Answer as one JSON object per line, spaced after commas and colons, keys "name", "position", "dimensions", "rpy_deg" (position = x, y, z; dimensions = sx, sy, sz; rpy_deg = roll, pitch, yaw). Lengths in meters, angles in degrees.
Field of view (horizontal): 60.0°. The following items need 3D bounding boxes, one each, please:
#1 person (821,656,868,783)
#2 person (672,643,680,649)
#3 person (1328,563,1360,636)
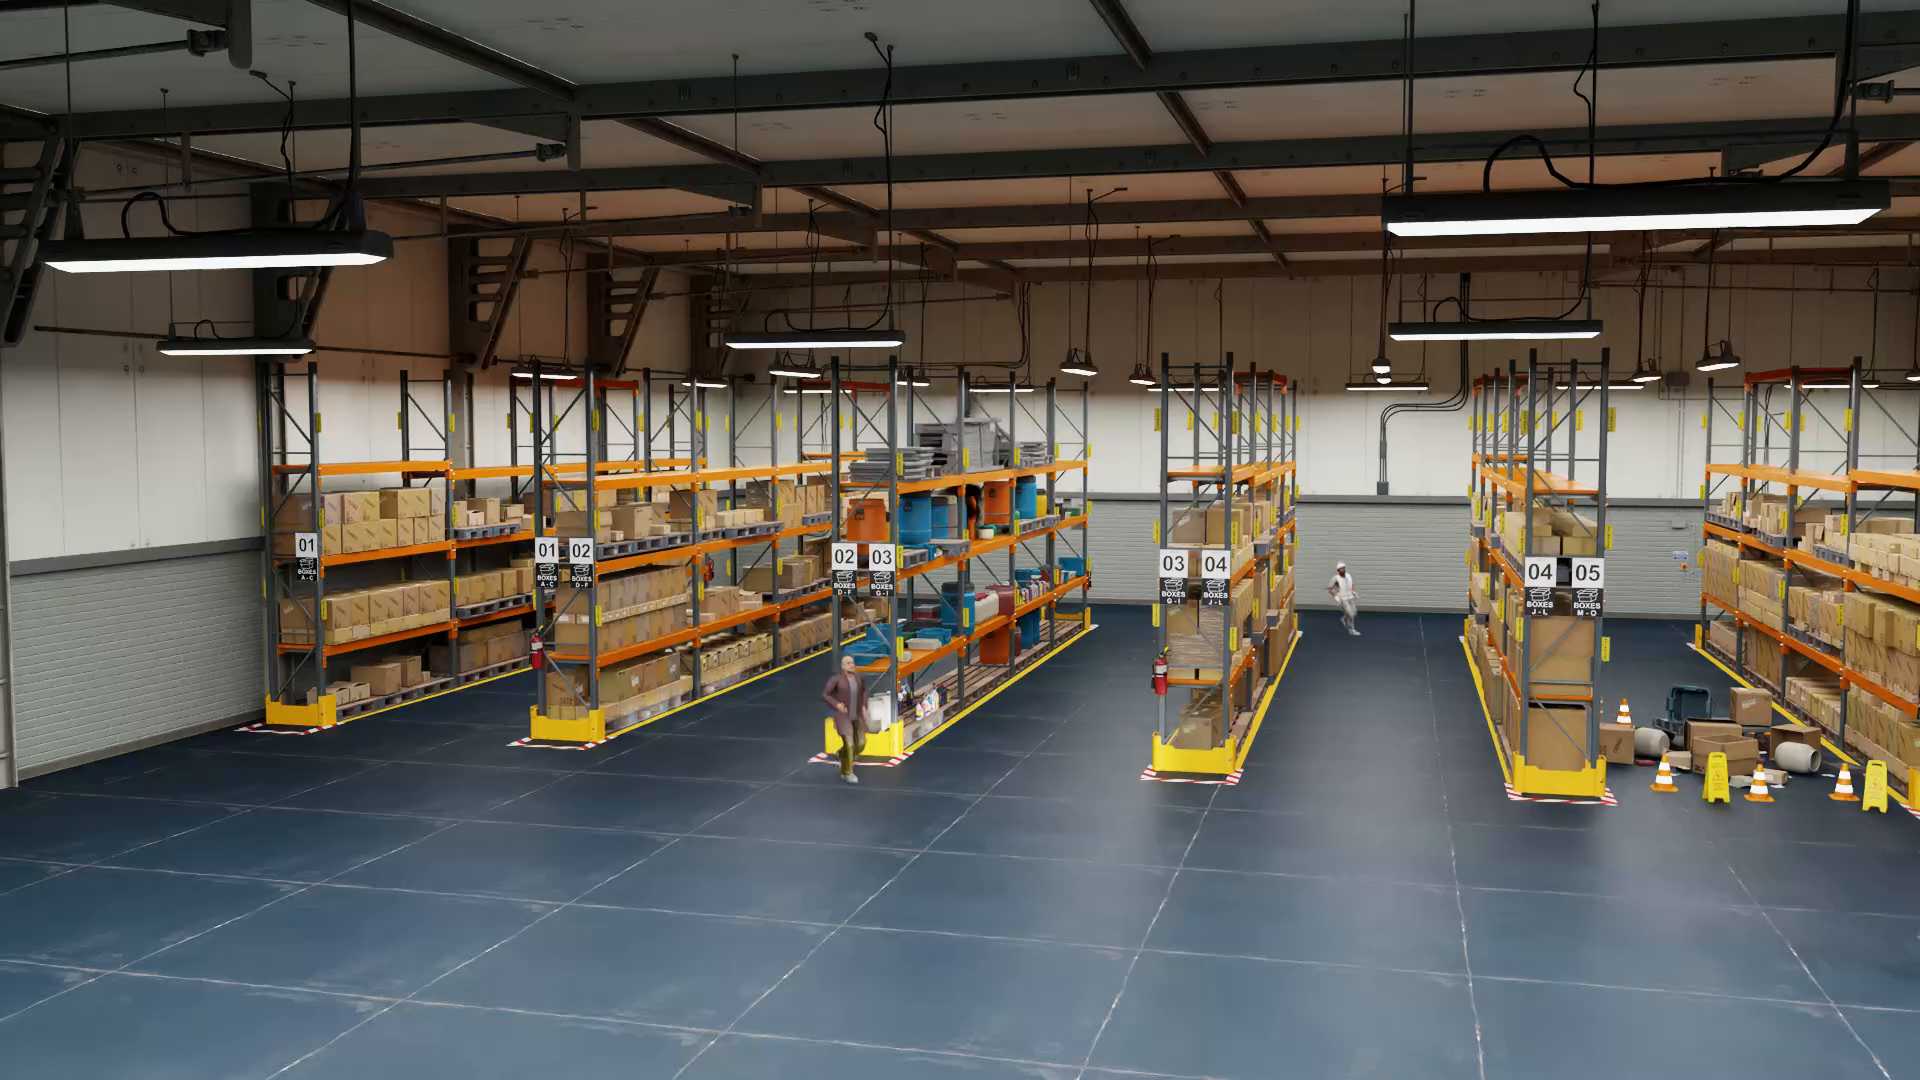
{"name": "person", "position": [-1.576, 2.504, 23.342], "dimensions": [0.752, 1.754, 0.671], "rpy_deg": [-3, 5, -32]}
{"name": "person", "position": [-5.824, 1.714, 34.154], "dimensions": [0.665, 1.806, 0.953], "rpy_deg": [1, 4, 15]}
{"name": "person", "position": [9.037, 1.391, 39.190], "dimensions": [0.727, 1.711, 0.667], "rpy_deg": [-2, 4, -24]}
